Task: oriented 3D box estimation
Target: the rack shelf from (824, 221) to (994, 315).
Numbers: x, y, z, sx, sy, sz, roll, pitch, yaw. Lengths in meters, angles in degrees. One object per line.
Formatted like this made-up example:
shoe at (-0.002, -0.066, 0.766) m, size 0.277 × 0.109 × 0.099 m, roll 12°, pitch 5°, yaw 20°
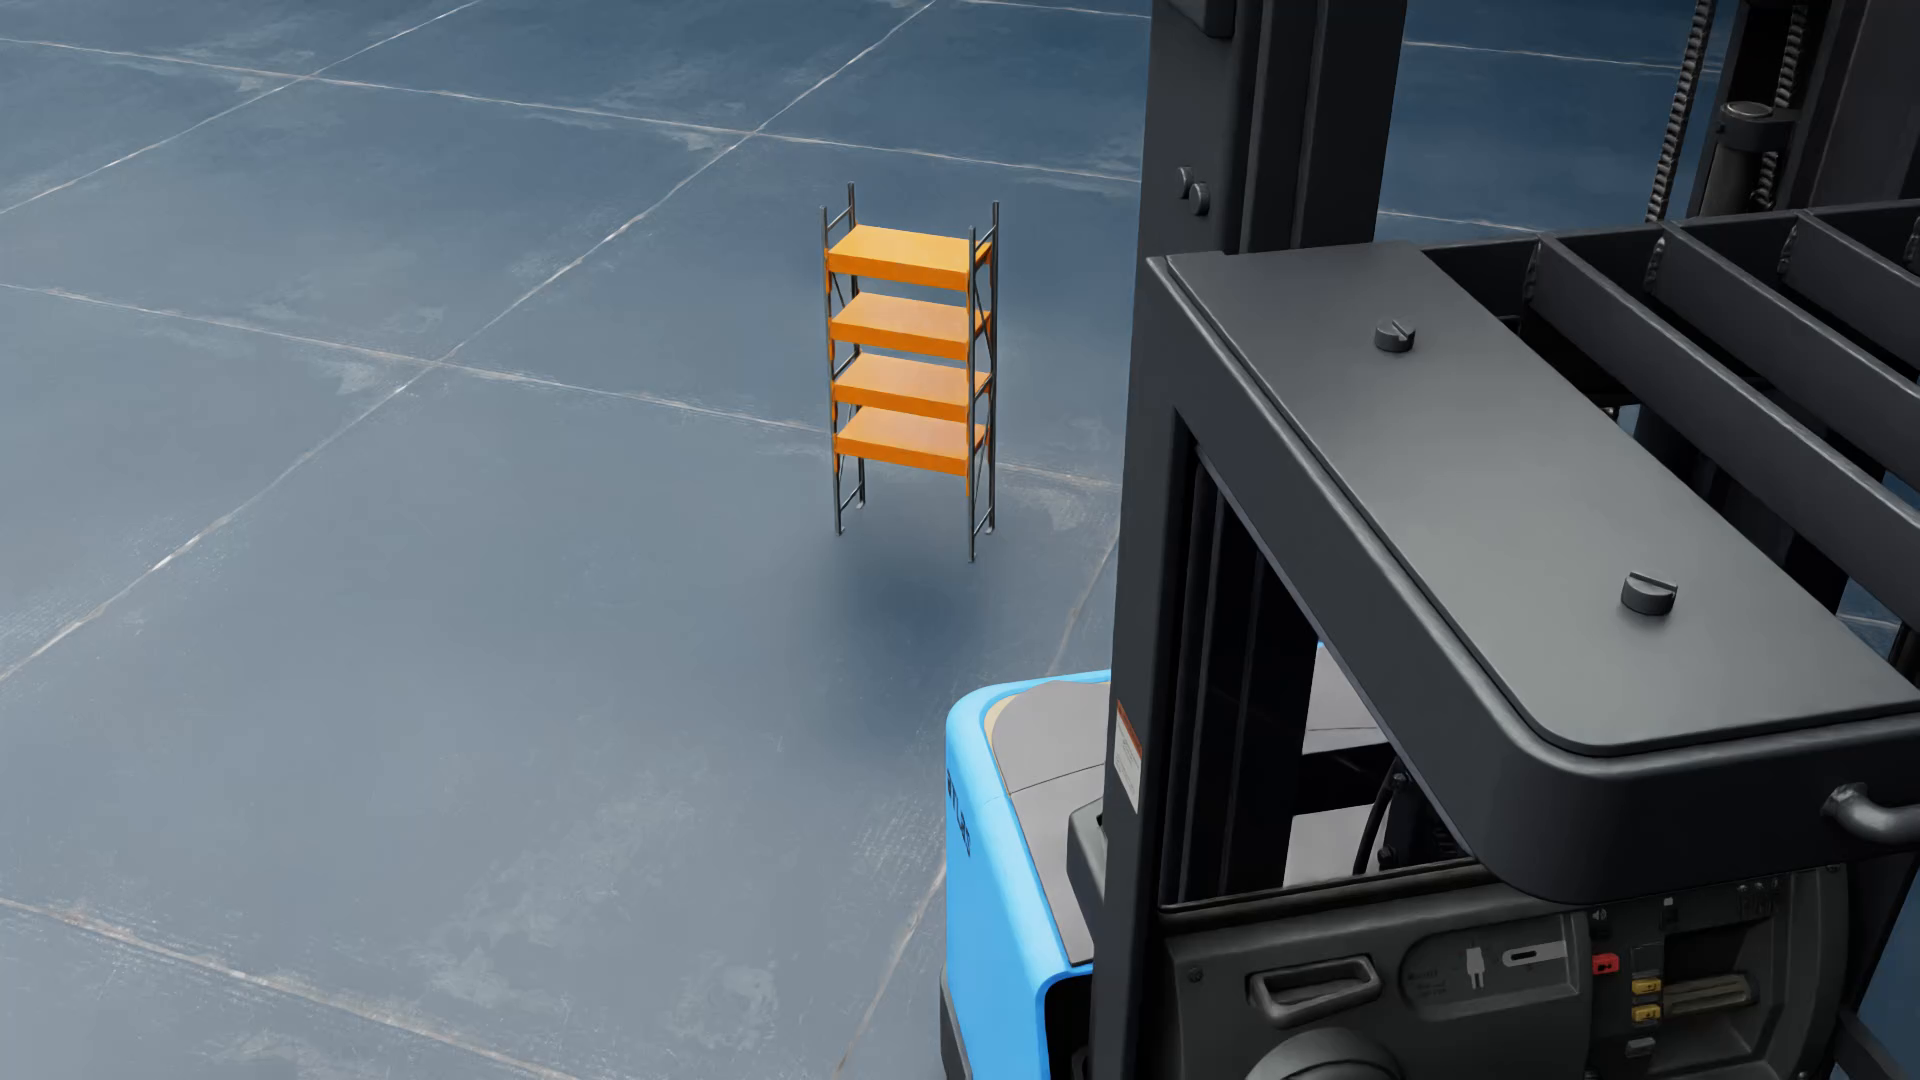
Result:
rack shelf at (-0.156, -0.864, 5.258) m, size 0.480 × 0.148 × 0.258 m, roll 11°, pitch 34°, yaw 16°

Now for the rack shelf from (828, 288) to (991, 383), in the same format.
rack shelf at (-0.156, -0.666, 5.387) m, size 0.480 × 0.148 × 0.258 m, roll 11°, pitch 34°, yaw 16°

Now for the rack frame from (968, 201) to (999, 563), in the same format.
rack frame at (0.074, -0.490, 5.402) m, size 0.015 × 1.200 × 0.240 m, roll 11°, pitch 34°, yaw 16°

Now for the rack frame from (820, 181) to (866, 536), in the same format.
rack frame at (-0.386, -0.579, 5.541) m, size 0.015 × 1.200 × 0.240 m, roll 11°, pitch 34°, yaw 16°

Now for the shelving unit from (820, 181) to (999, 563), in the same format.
shelving unit at (-0.156, -0.534, 5.471) m, size 0.503 × 1.200 × 0.258 m, roll 11°, pitch 34°, yaw 16°

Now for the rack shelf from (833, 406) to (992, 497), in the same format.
rack shelf at (-0.156, -0.311, 5.616) m, size 0.480 × 0.148 × 0.258 m, roll 11°, pitch 34°, yaw 16°

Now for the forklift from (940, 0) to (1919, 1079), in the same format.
forklift at (0.769, 0.693, 1.974) m, size 1.130 × 2.935 × 3.031 m, roll -7°, pitch 33°, yaw -10°

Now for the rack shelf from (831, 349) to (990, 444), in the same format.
rack shelf at (-0.156, -0.478, 5.508) m, size 0.480 × 0.148 × 0.258 m, roll 11°, pitch 34°, yaw 16°
